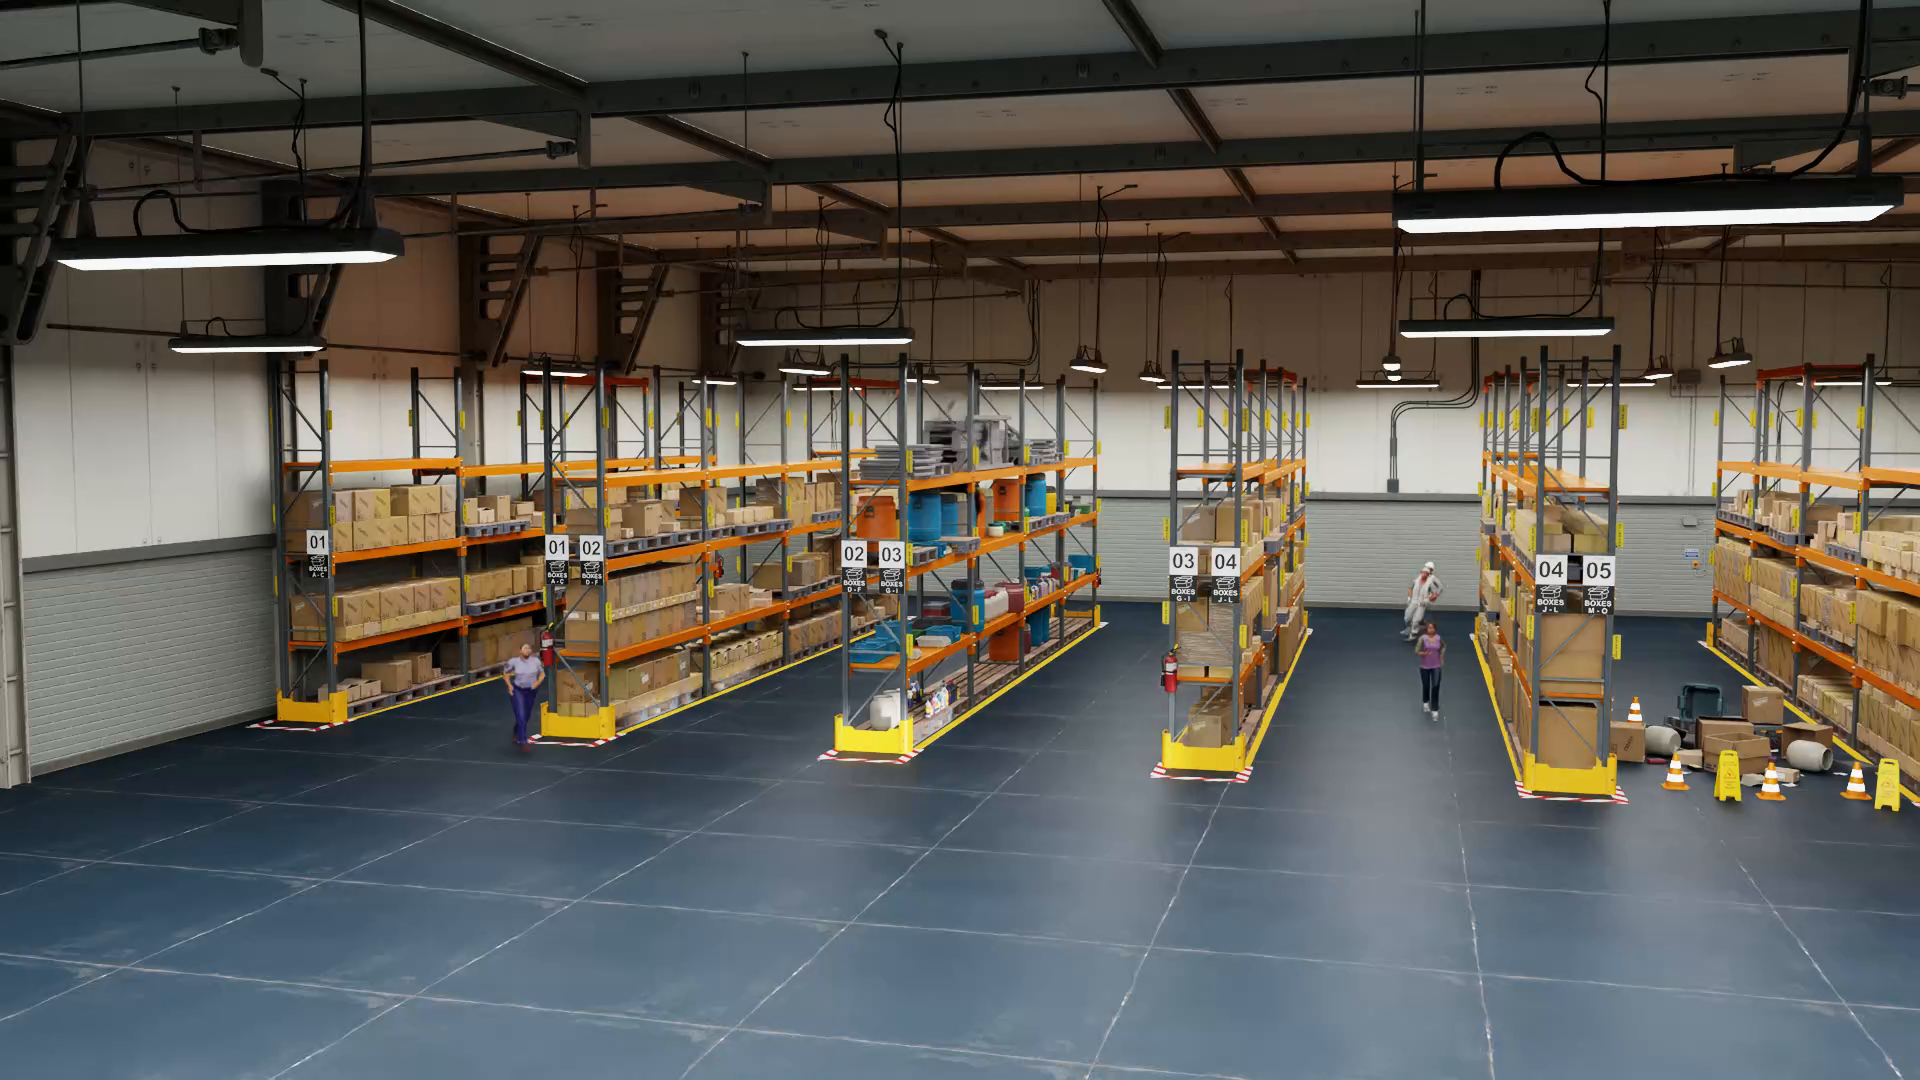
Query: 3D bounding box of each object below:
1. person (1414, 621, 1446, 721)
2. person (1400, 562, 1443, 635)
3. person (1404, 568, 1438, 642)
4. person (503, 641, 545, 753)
[{"bbox_3d":[7.917,2.173,28.007,0.531,1.621,0.805,1,4,10],"label":"person"},{"bbox_3d":[10.725,1.332,38.644,0.743,1.661,0.739,-2,5,-26],"label":"person"},{"bbox_3d":[10.364,1.465,37.457,0.723,1.698,0.540,3,5,36],"label":"person"},{"bbox_3d":[-6.589,2.345,25.233,0.601,1.636,0.876,-3,5,-36],"label":"person"}]
